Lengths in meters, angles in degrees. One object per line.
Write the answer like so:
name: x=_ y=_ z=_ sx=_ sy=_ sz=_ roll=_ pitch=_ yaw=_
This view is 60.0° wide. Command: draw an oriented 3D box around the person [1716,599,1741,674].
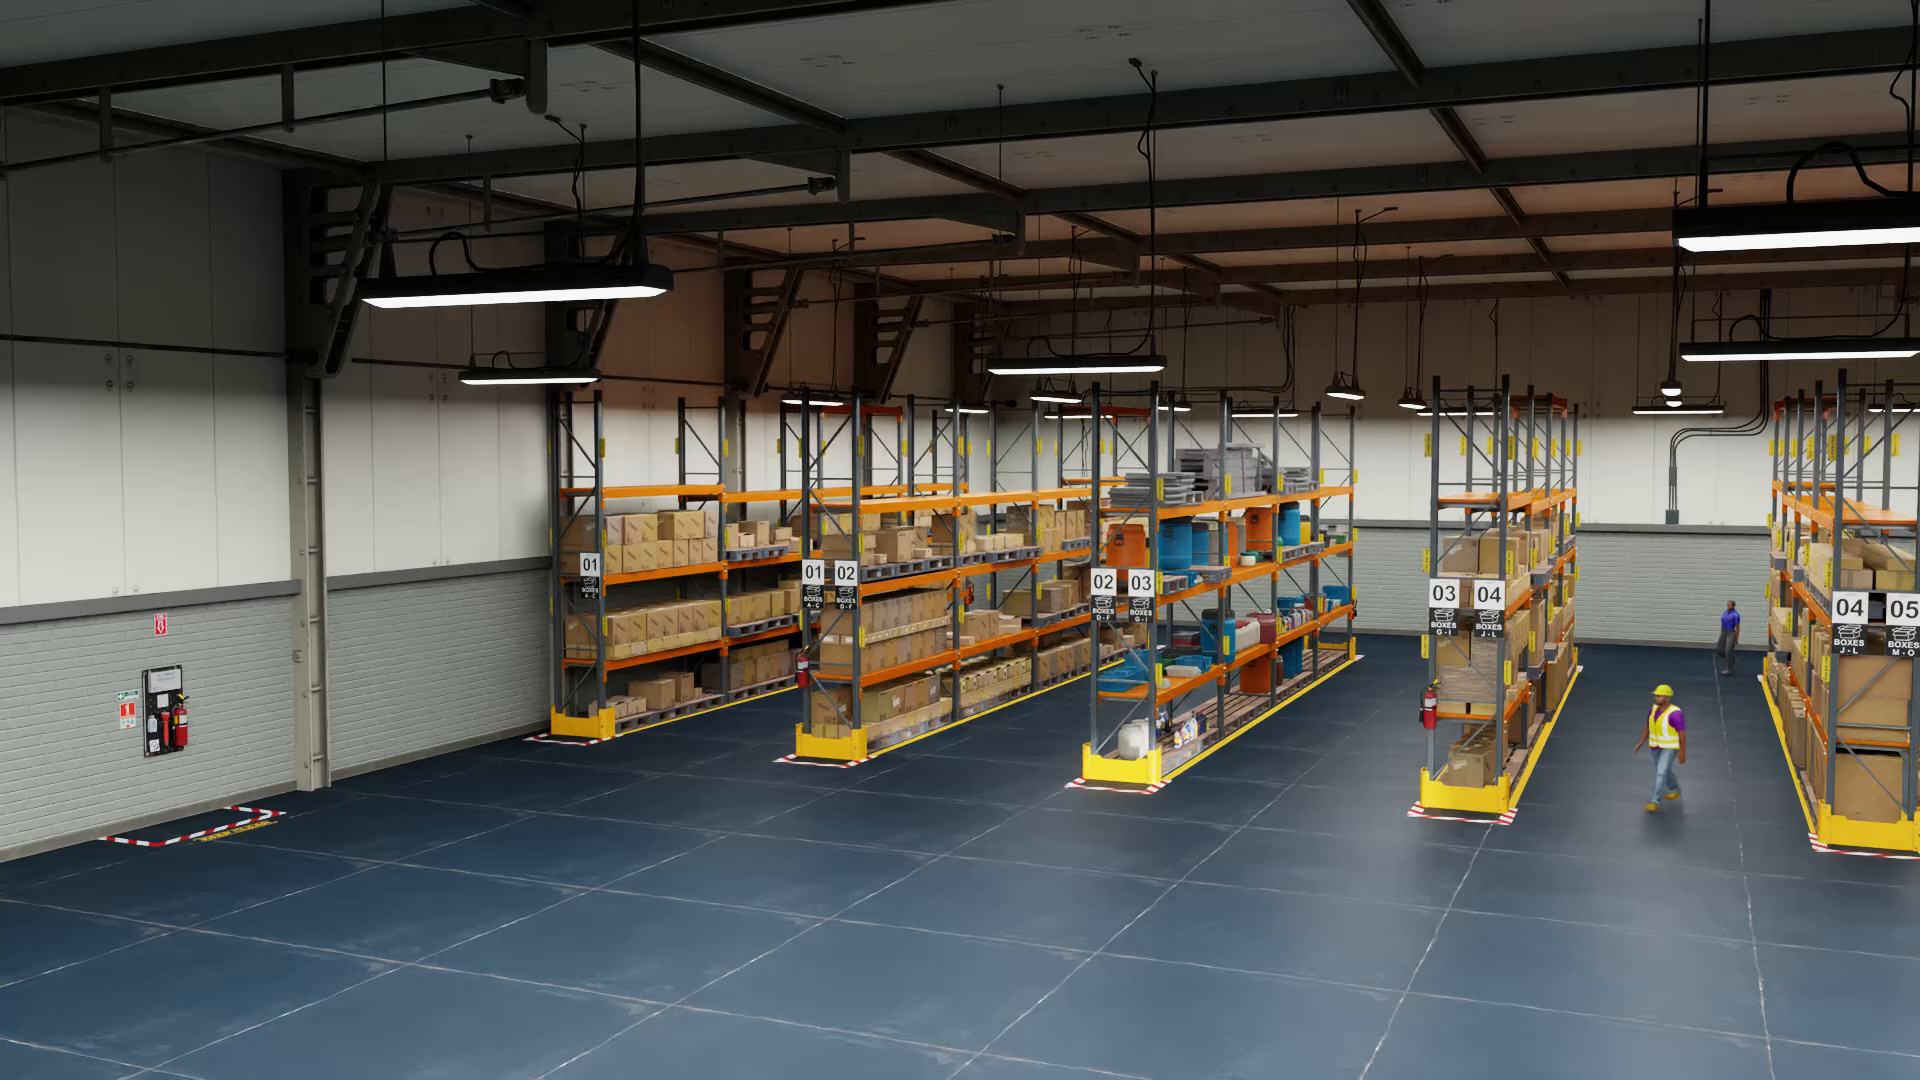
person: x=17.038 y=2.162 z=36.766 sx=0.563 sy=1.571 sz=0.461 roll=-1 pitch=3 yaw=-24

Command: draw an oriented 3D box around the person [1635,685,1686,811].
person: x=9.738 y=2.858 z=23.045 sx=1.116 sy=1.709 sz=0.658 roll=-2 pitch=4 yaw=-34
